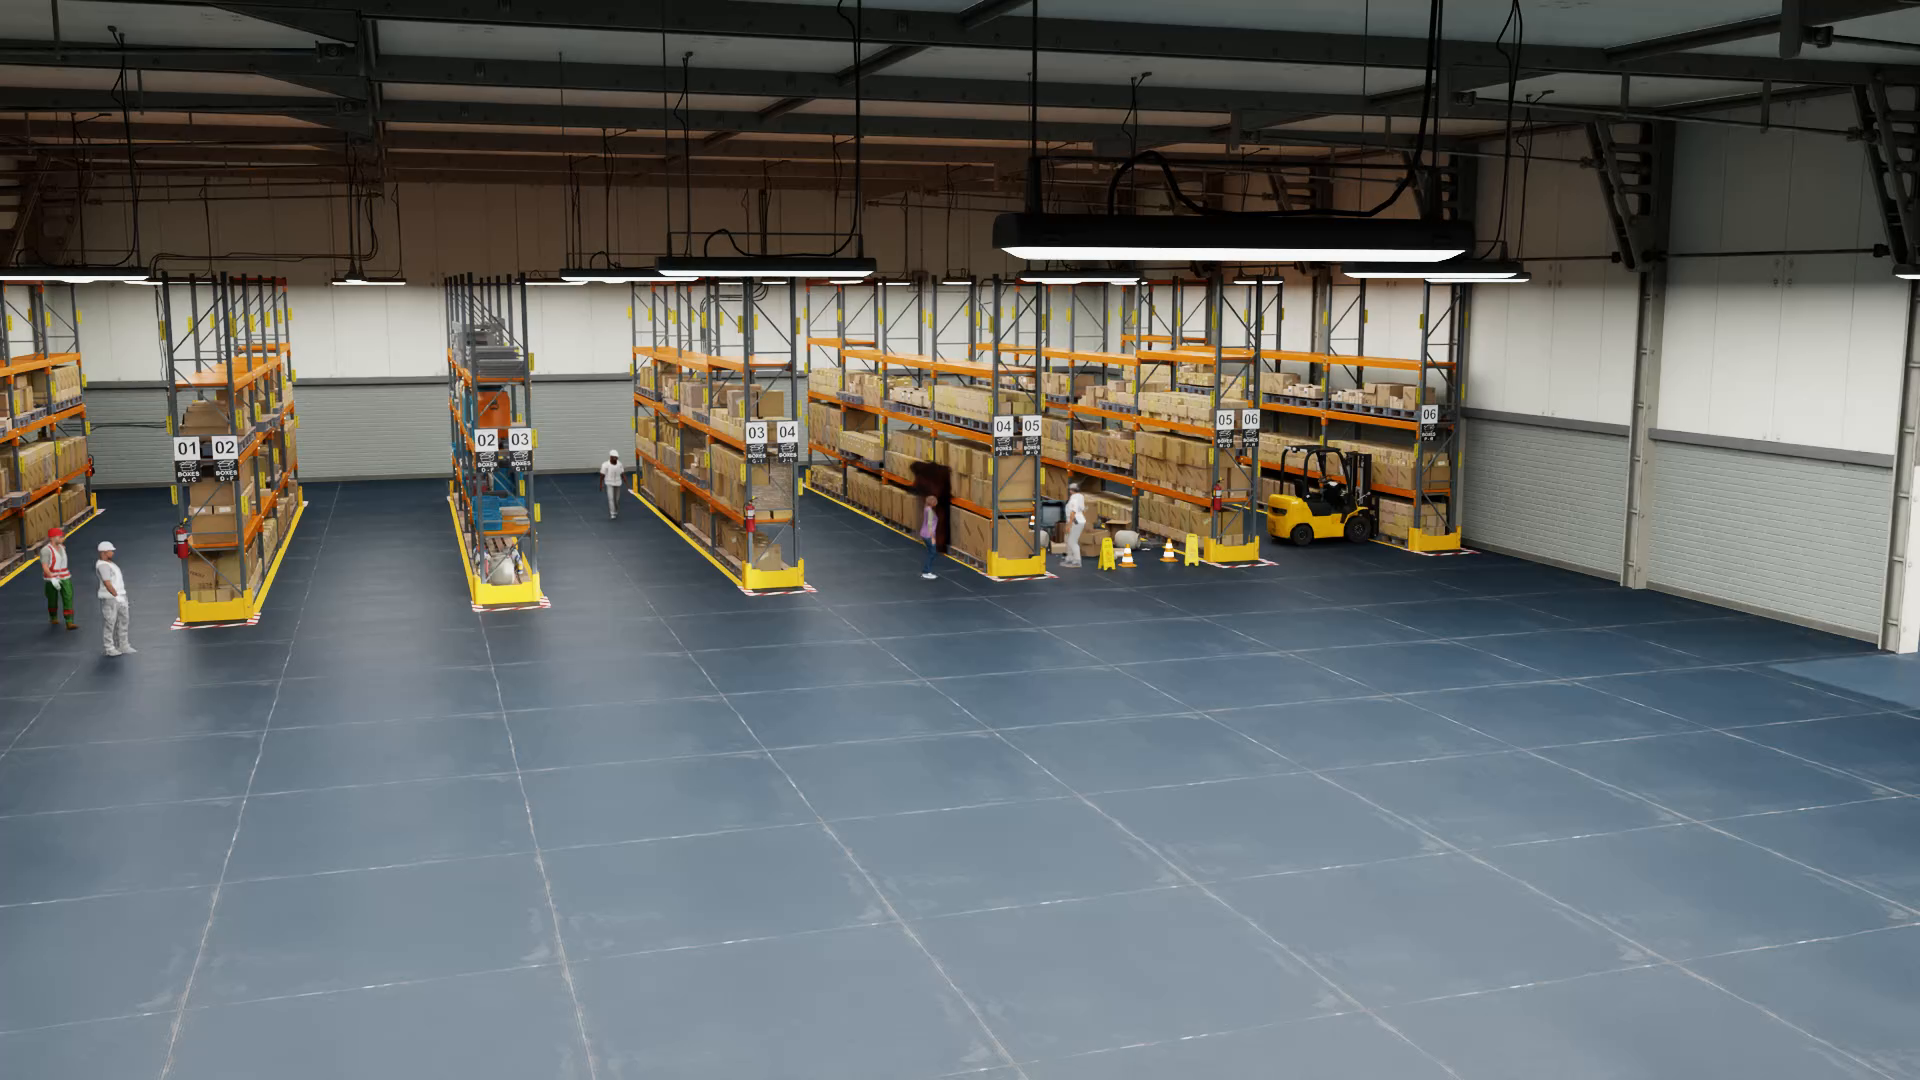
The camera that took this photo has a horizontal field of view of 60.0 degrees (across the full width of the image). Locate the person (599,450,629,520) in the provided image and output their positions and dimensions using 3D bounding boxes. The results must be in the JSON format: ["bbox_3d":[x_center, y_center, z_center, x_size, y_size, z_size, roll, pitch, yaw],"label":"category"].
[{"bbox_3d":[-8.640,-1.390,41.517,0.708,1.717,1.058,-3,9,-21],"label":"person"}]

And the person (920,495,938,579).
[{"bbox_3d":[-0.589,0.087,31.432,0.340,1.377,0.501,-1,9,-7],"label":"person"}]

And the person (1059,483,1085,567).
[{"bbox_3d":[2.220,-0.288,32.672,0.483,1.659,0.552,-1,9,-3],"label":"person"}]

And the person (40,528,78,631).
[{"bbox_3d":[-15.163,0.649,27.919,0.458,1.711,1.150,-5,10,-32],"label":"person"}]

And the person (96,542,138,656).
[{"bbox_3d":[-13.285,0.930,26.106,0.608,1.814,0.575,0,9,3],"label":"person"}]
